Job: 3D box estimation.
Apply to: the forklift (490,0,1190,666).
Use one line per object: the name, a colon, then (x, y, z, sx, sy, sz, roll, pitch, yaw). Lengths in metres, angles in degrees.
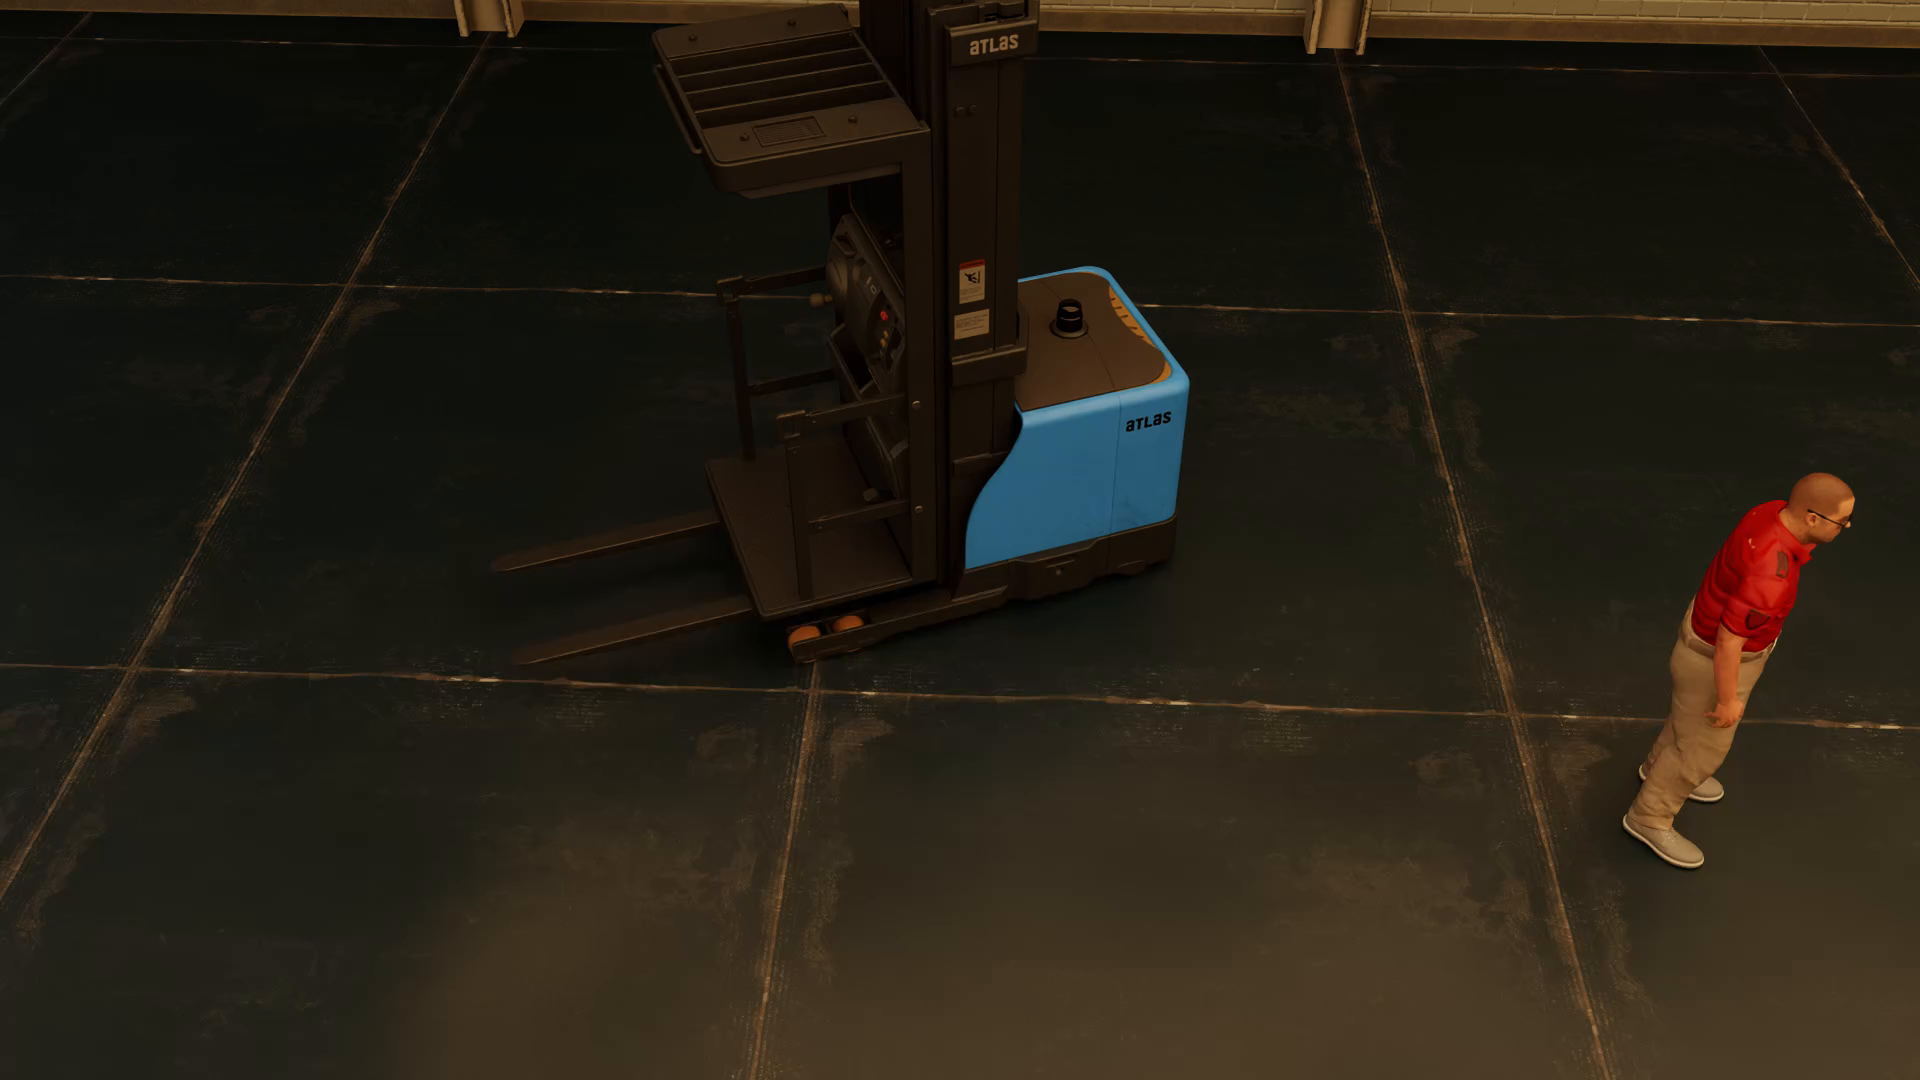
forklift: (-0.573, -0.945, 6.778, 3.031, 2.935, 1.130, -13, 44, -14)

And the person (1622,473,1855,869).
person: (2.857, 0.434, 6.160, 0.399, 1.726, 0.604, 19, 46, 20)
